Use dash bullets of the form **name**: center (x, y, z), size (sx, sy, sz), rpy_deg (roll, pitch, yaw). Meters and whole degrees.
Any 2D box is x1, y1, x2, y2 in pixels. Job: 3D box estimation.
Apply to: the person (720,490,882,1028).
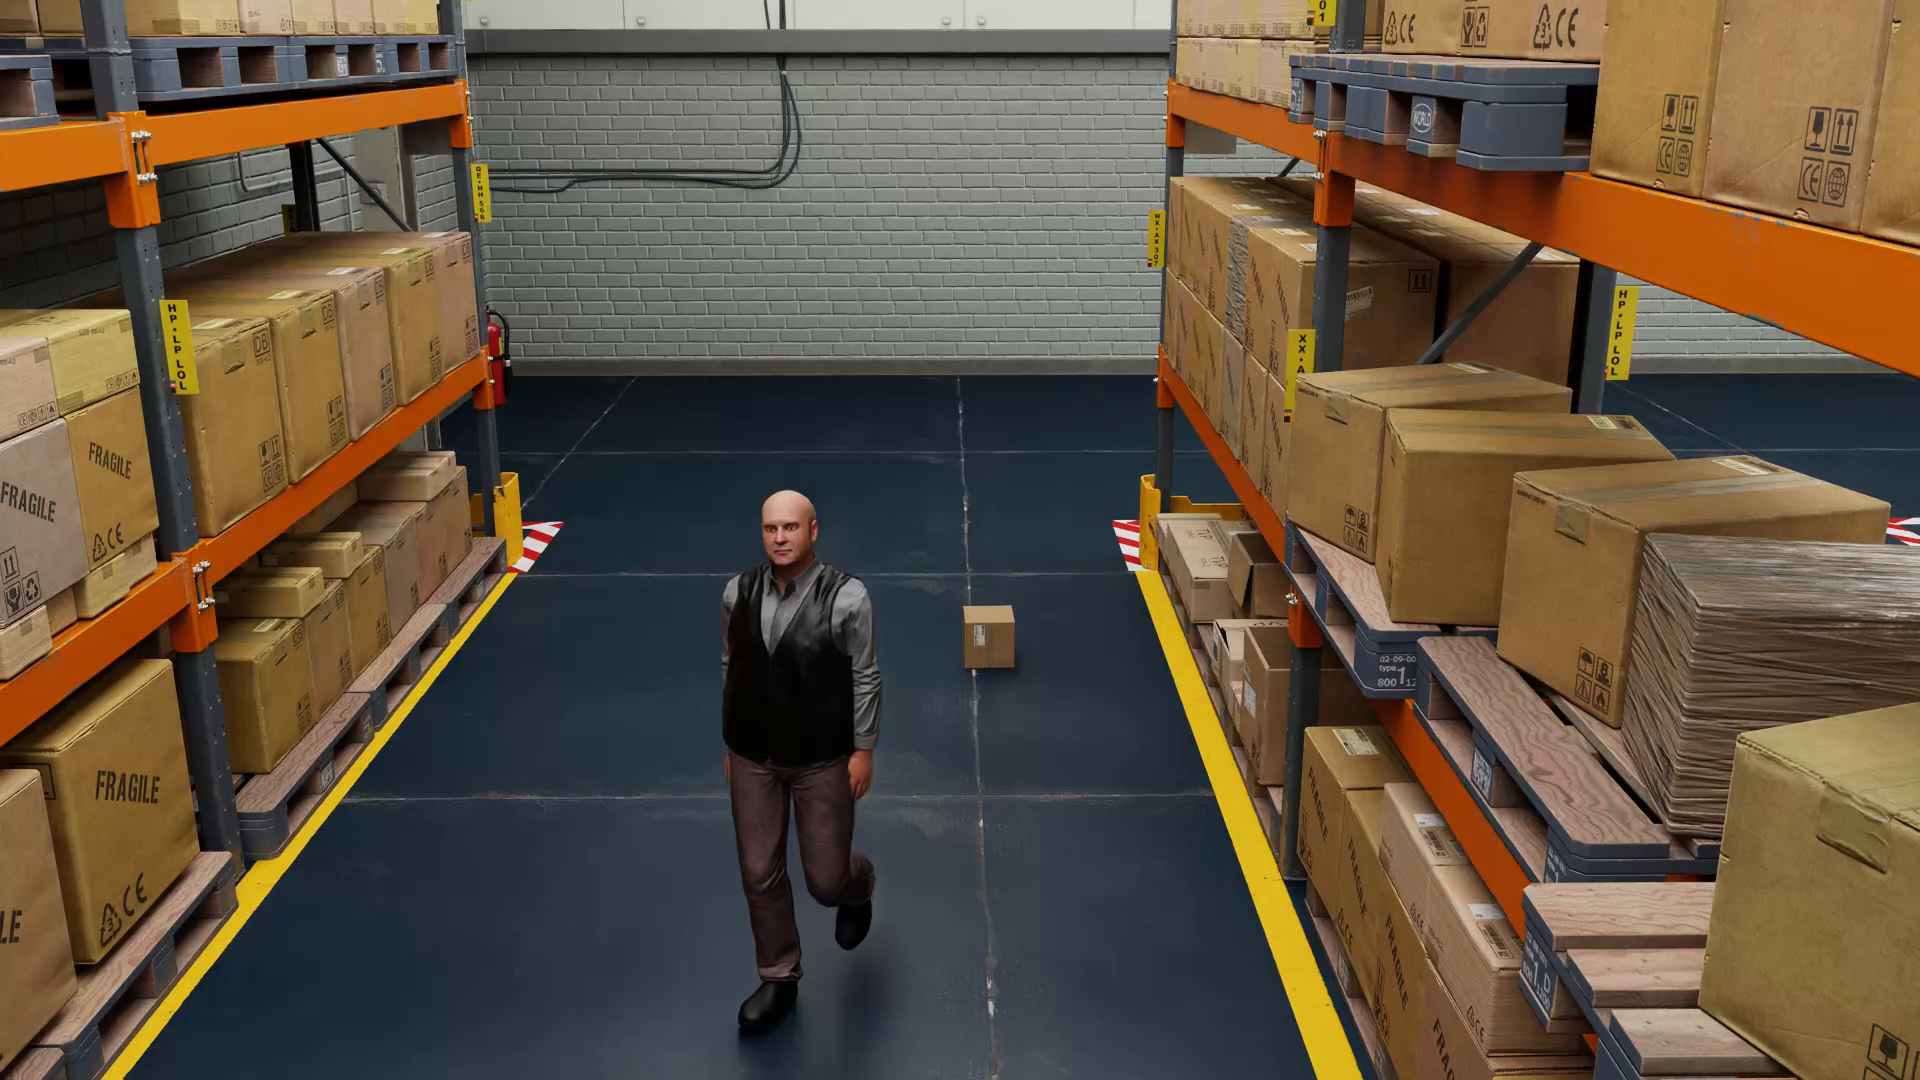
- **person**: center (-0.512, 0.673, 5.336), size (0.542, 1.703, 0.679), rpy_deg (5, 18, 16)
